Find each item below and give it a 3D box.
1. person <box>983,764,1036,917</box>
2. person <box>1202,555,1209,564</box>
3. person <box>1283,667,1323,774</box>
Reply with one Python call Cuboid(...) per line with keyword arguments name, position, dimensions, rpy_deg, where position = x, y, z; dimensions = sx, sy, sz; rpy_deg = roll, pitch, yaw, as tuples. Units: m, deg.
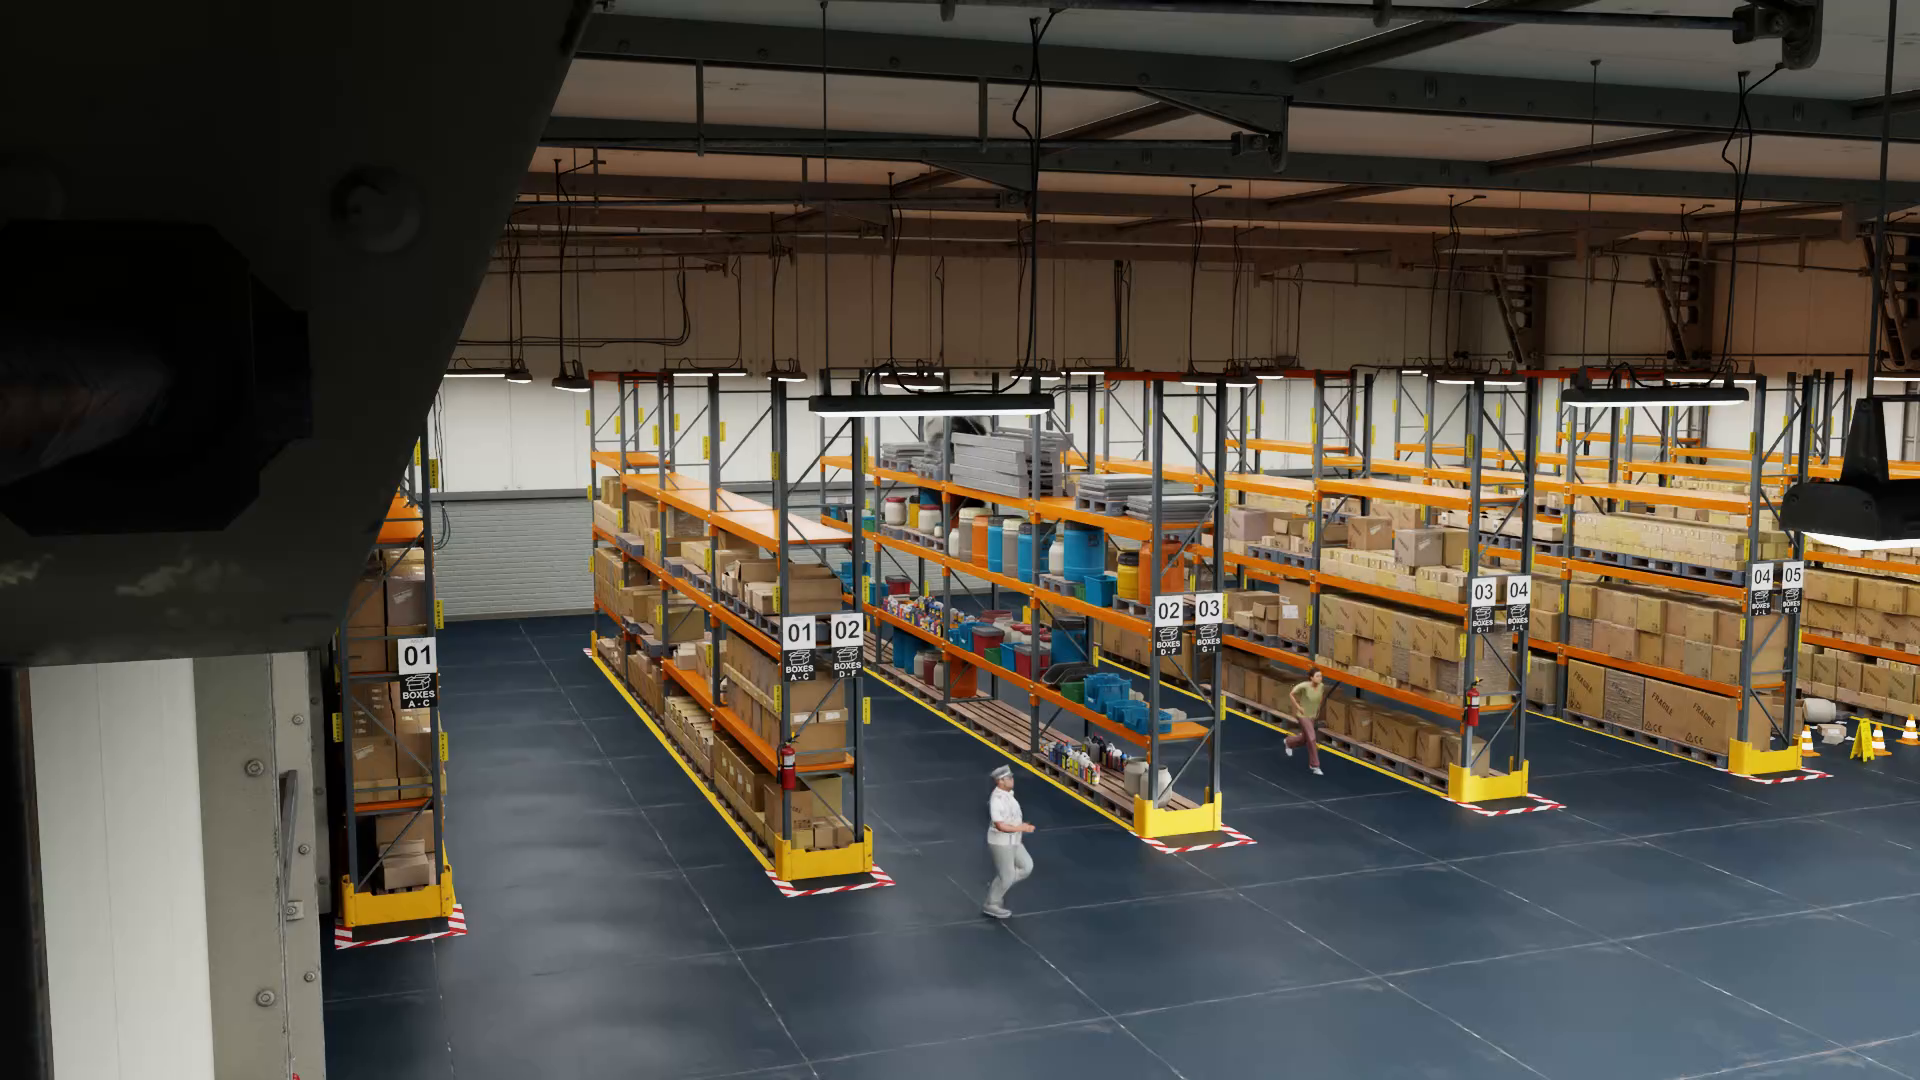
Cuboid(name="person", position=(0.560, 3.376, 18.711), dimensions=(0.607, 1.743, 0.651), rpy_deg=(2, 7, 13))
Cuboid(name="person", position=(5.528, 1.157, 38.329), dimensions=(0.761, 1.763, 0.982), rpy_deg=(-1, 6, -8))
Cuboid(name="person", position=(5.228, 2.720, 25.428), dimensions=(0.584, 1.659, 0.884), rpy_deg=(-3, 7, -25))
